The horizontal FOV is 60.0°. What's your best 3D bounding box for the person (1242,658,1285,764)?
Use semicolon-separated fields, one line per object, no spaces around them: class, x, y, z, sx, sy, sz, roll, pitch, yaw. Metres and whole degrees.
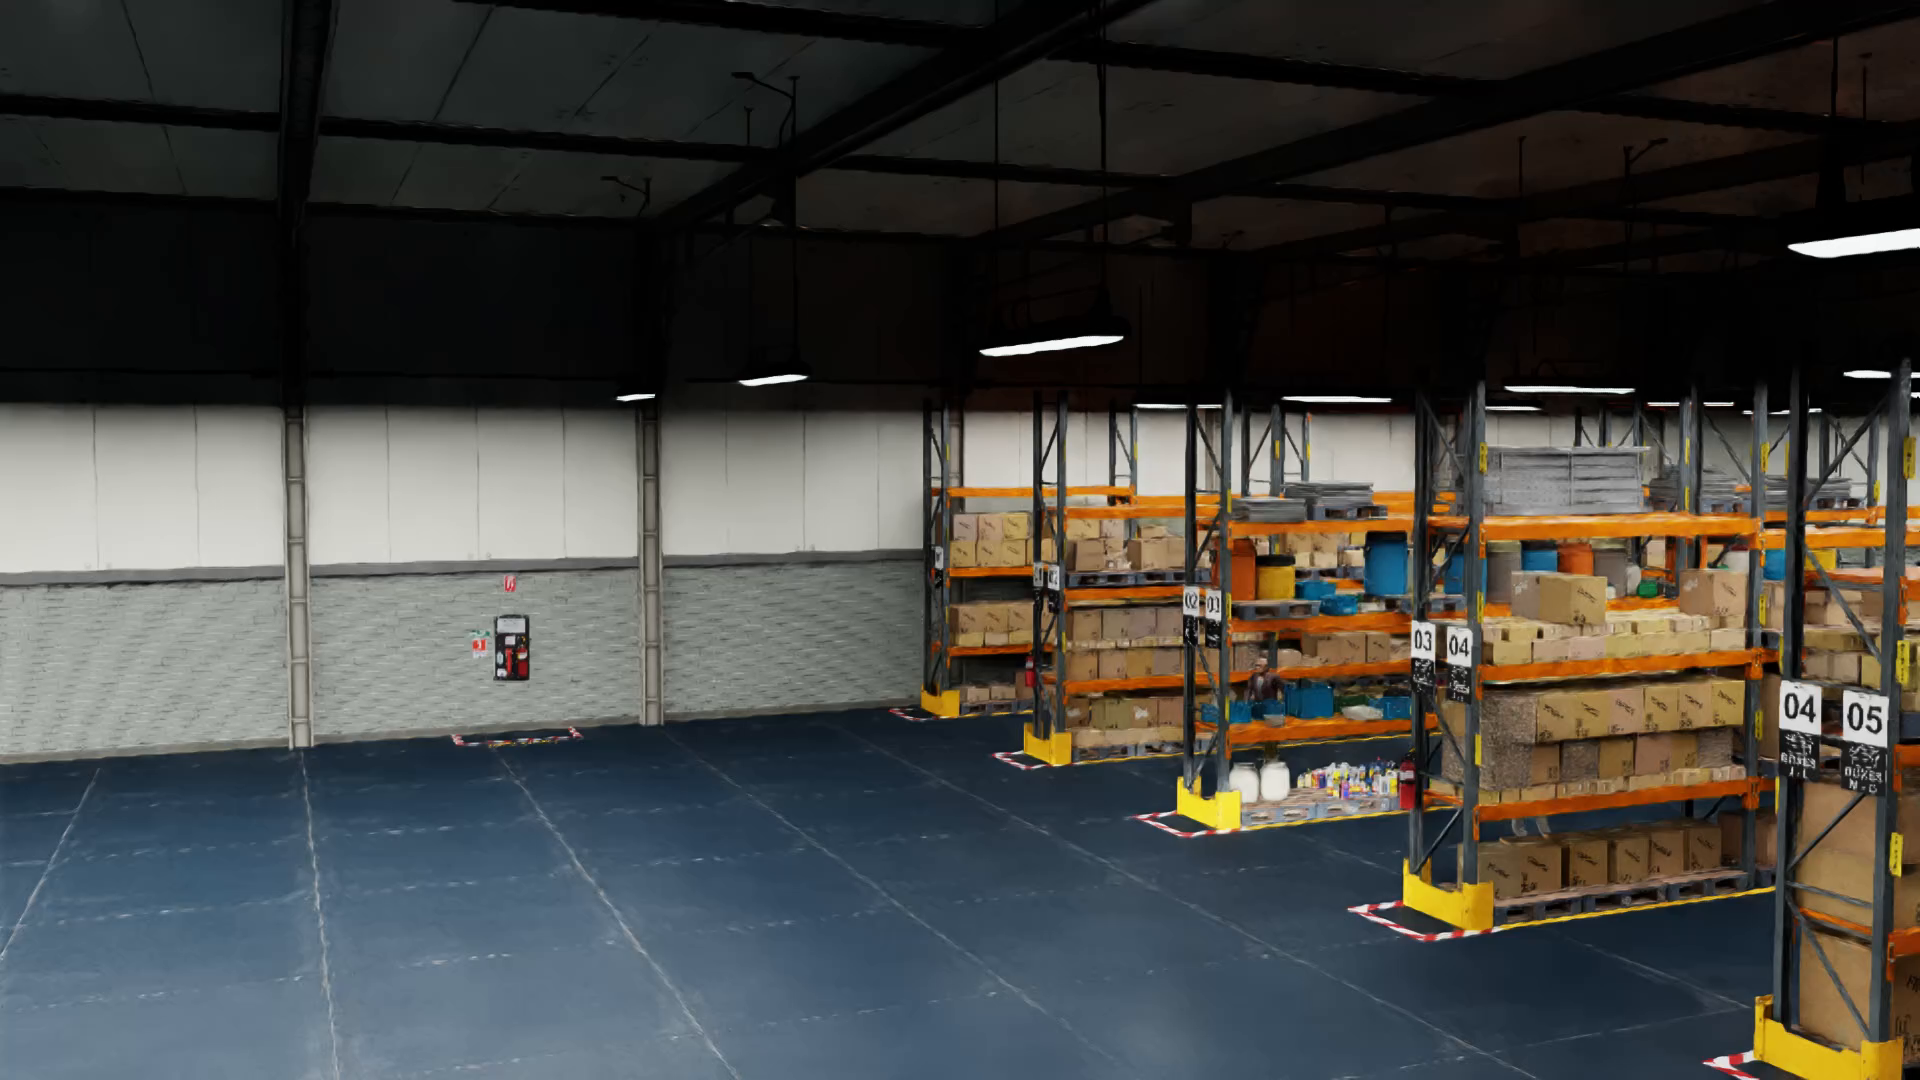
person;4.925;2.727;26.645;0.885;1.715;0.726;-3;4;-40

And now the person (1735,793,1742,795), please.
person;11.550;2.947;24.404;0.955;1.533;0.412;-2;4;-31

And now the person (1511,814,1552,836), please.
person;7.030;3.149;20.460;0.531;1.637;0.638;-1;3;-16
